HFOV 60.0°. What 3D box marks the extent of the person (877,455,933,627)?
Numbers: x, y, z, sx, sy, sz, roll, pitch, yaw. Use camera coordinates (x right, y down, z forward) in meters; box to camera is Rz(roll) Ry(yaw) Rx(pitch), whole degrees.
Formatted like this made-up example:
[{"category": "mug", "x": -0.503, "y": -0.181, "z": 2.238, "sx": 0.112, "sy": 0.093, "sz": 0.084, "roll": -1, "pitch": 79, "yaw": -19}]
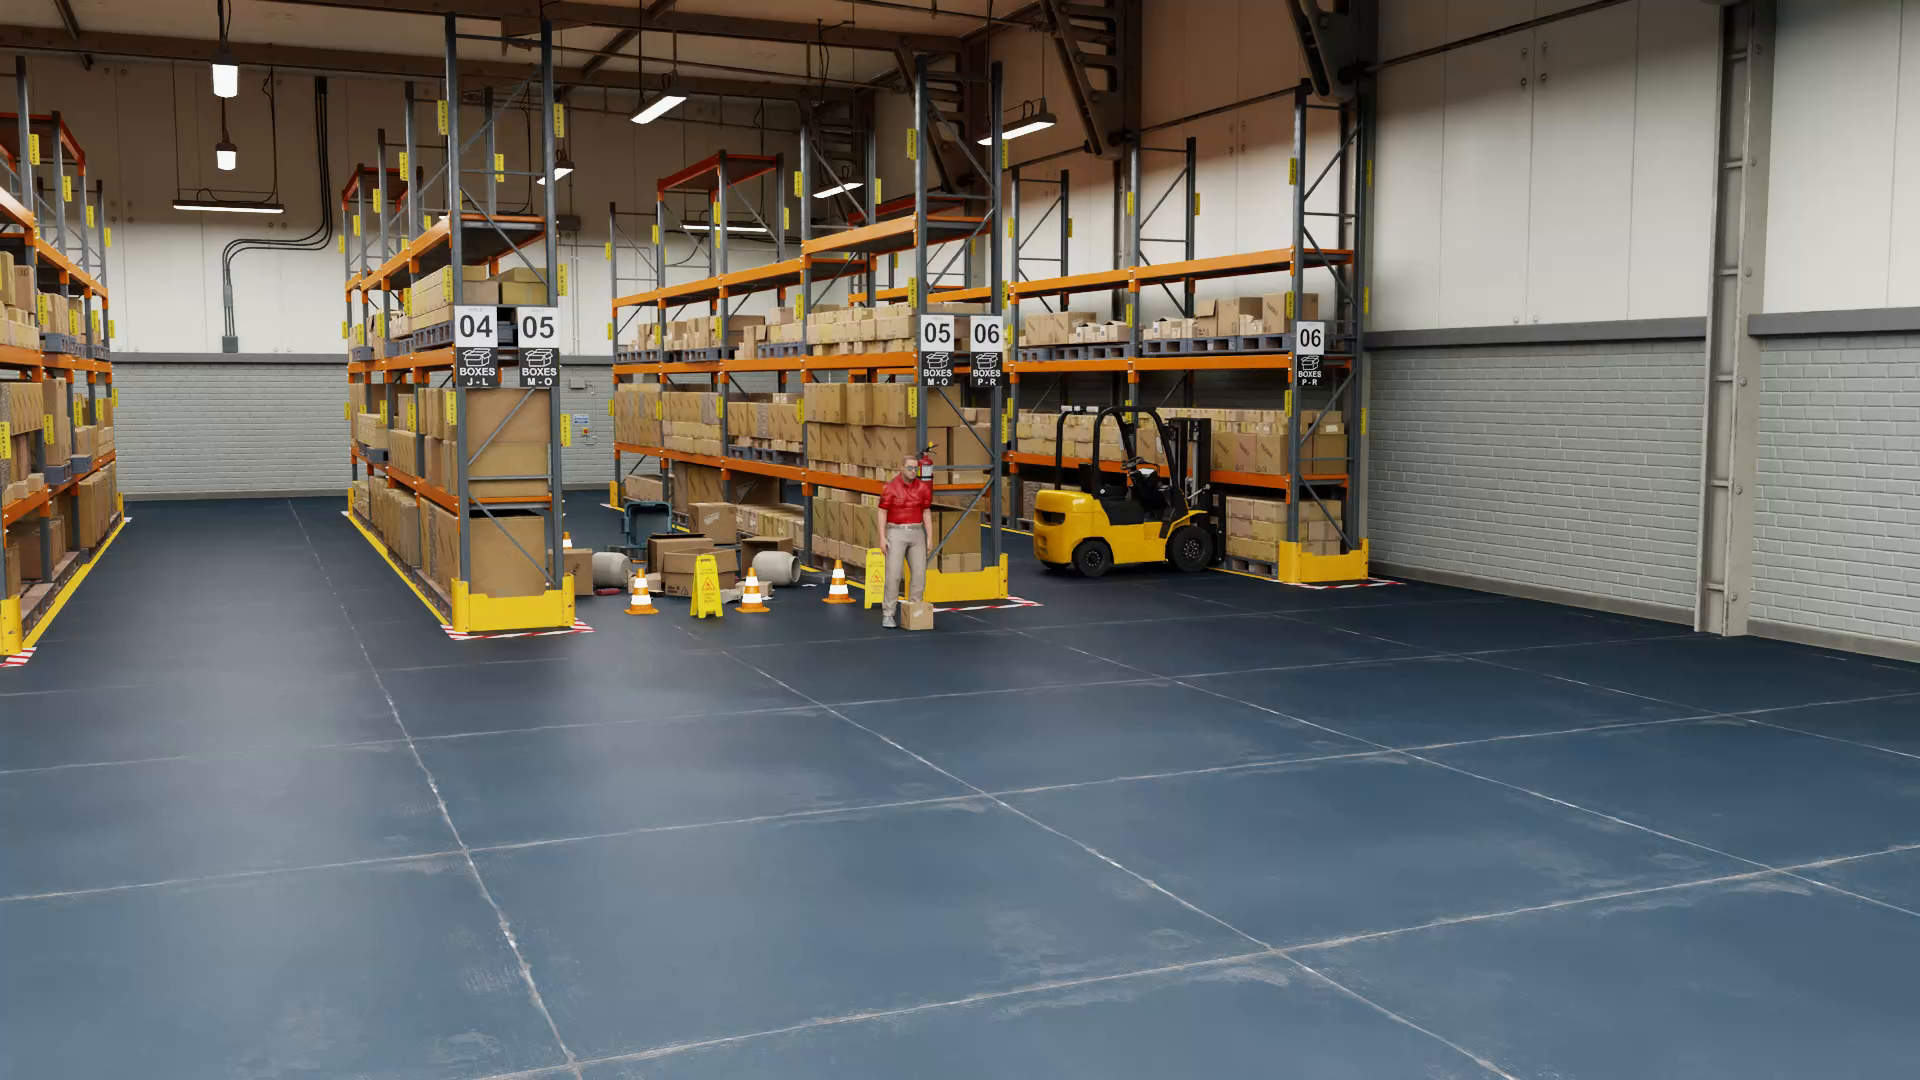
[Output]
[{"category": "person", "x": -0.546, "y": 0.001, "z": 16.823, "sx": 0.586, "sy": 1.726, "sz": 0.396, "roll": -2, "pitch": 6, "yaw": -23}]
